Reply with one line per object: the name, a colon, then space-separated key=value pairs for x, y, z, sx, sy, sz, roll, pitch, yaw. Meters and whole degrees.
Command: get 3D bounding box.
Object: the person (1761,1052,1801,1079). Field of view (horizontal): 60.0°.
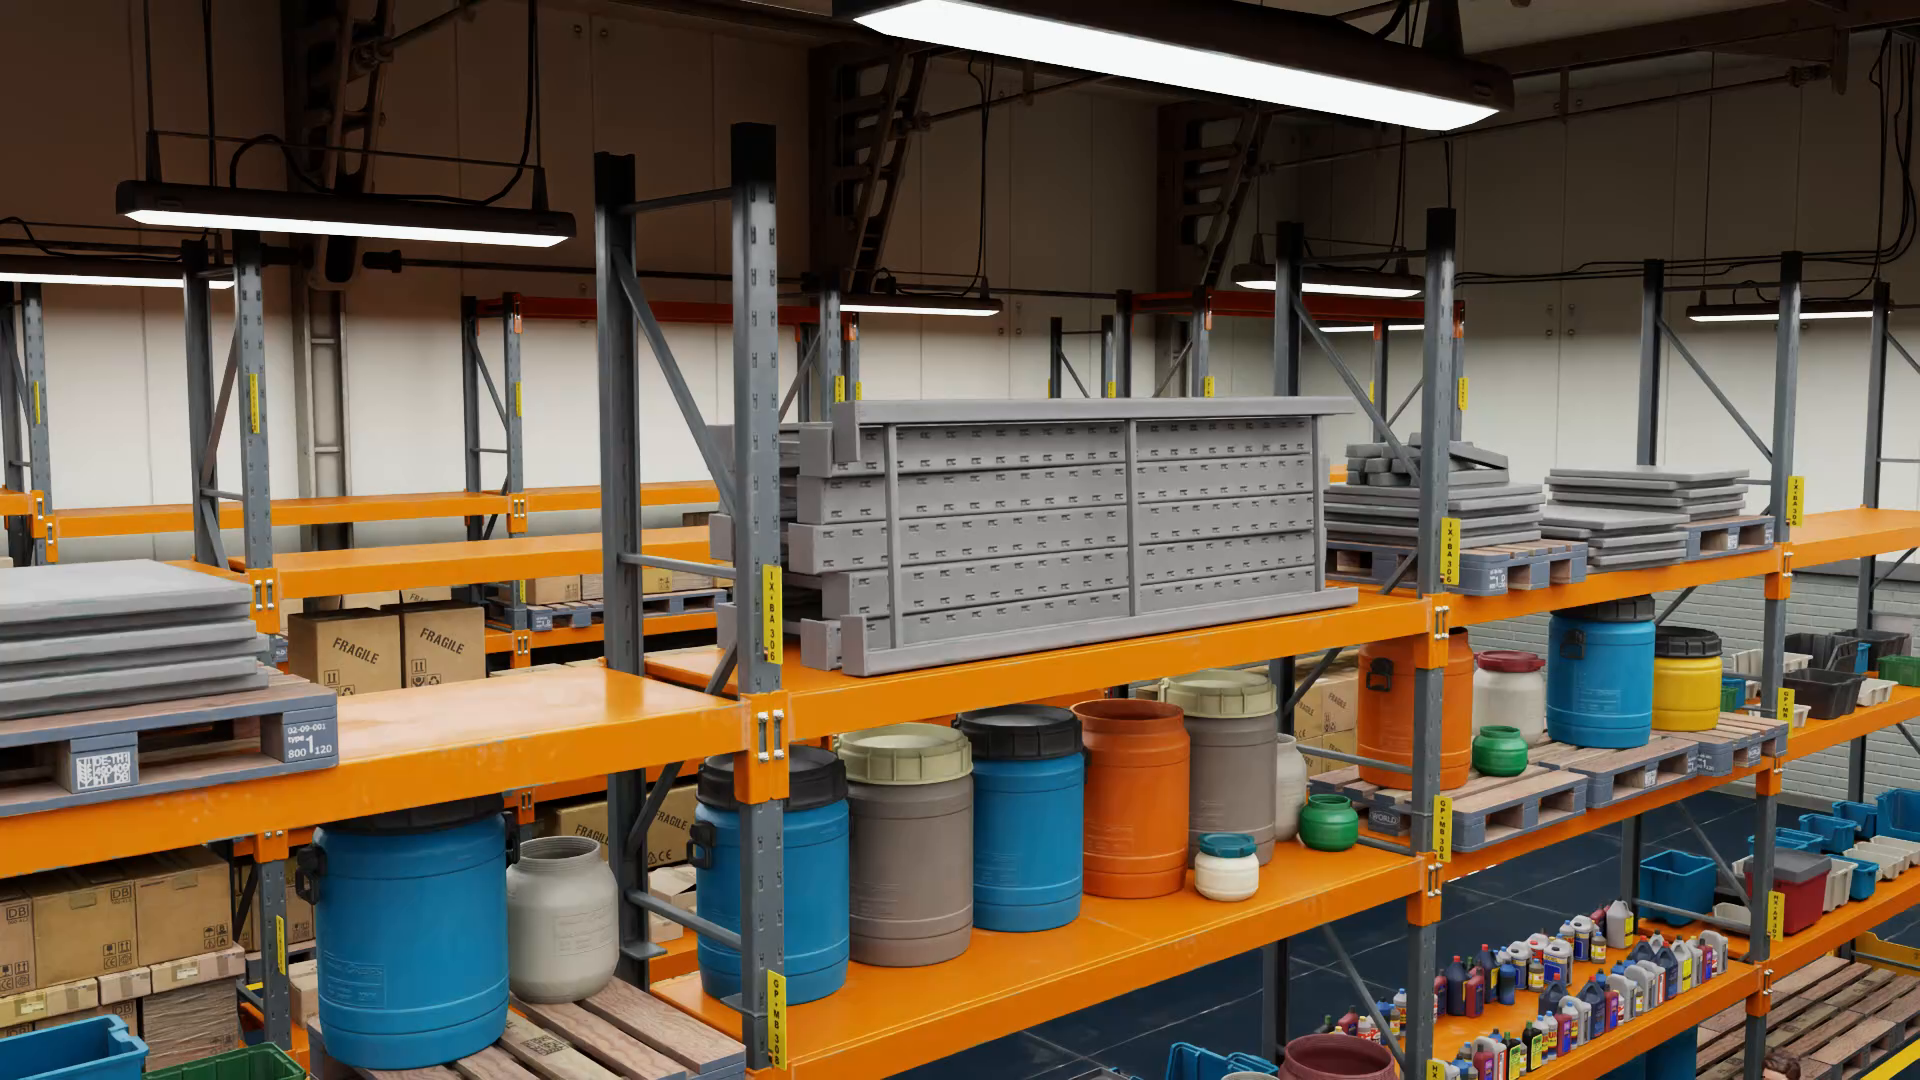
person: x=4.258 y=3.528 z=8.703 sx=0.537 sy=1.725 sz=0.490 roll=-5 pitch=7 yaw=-40
